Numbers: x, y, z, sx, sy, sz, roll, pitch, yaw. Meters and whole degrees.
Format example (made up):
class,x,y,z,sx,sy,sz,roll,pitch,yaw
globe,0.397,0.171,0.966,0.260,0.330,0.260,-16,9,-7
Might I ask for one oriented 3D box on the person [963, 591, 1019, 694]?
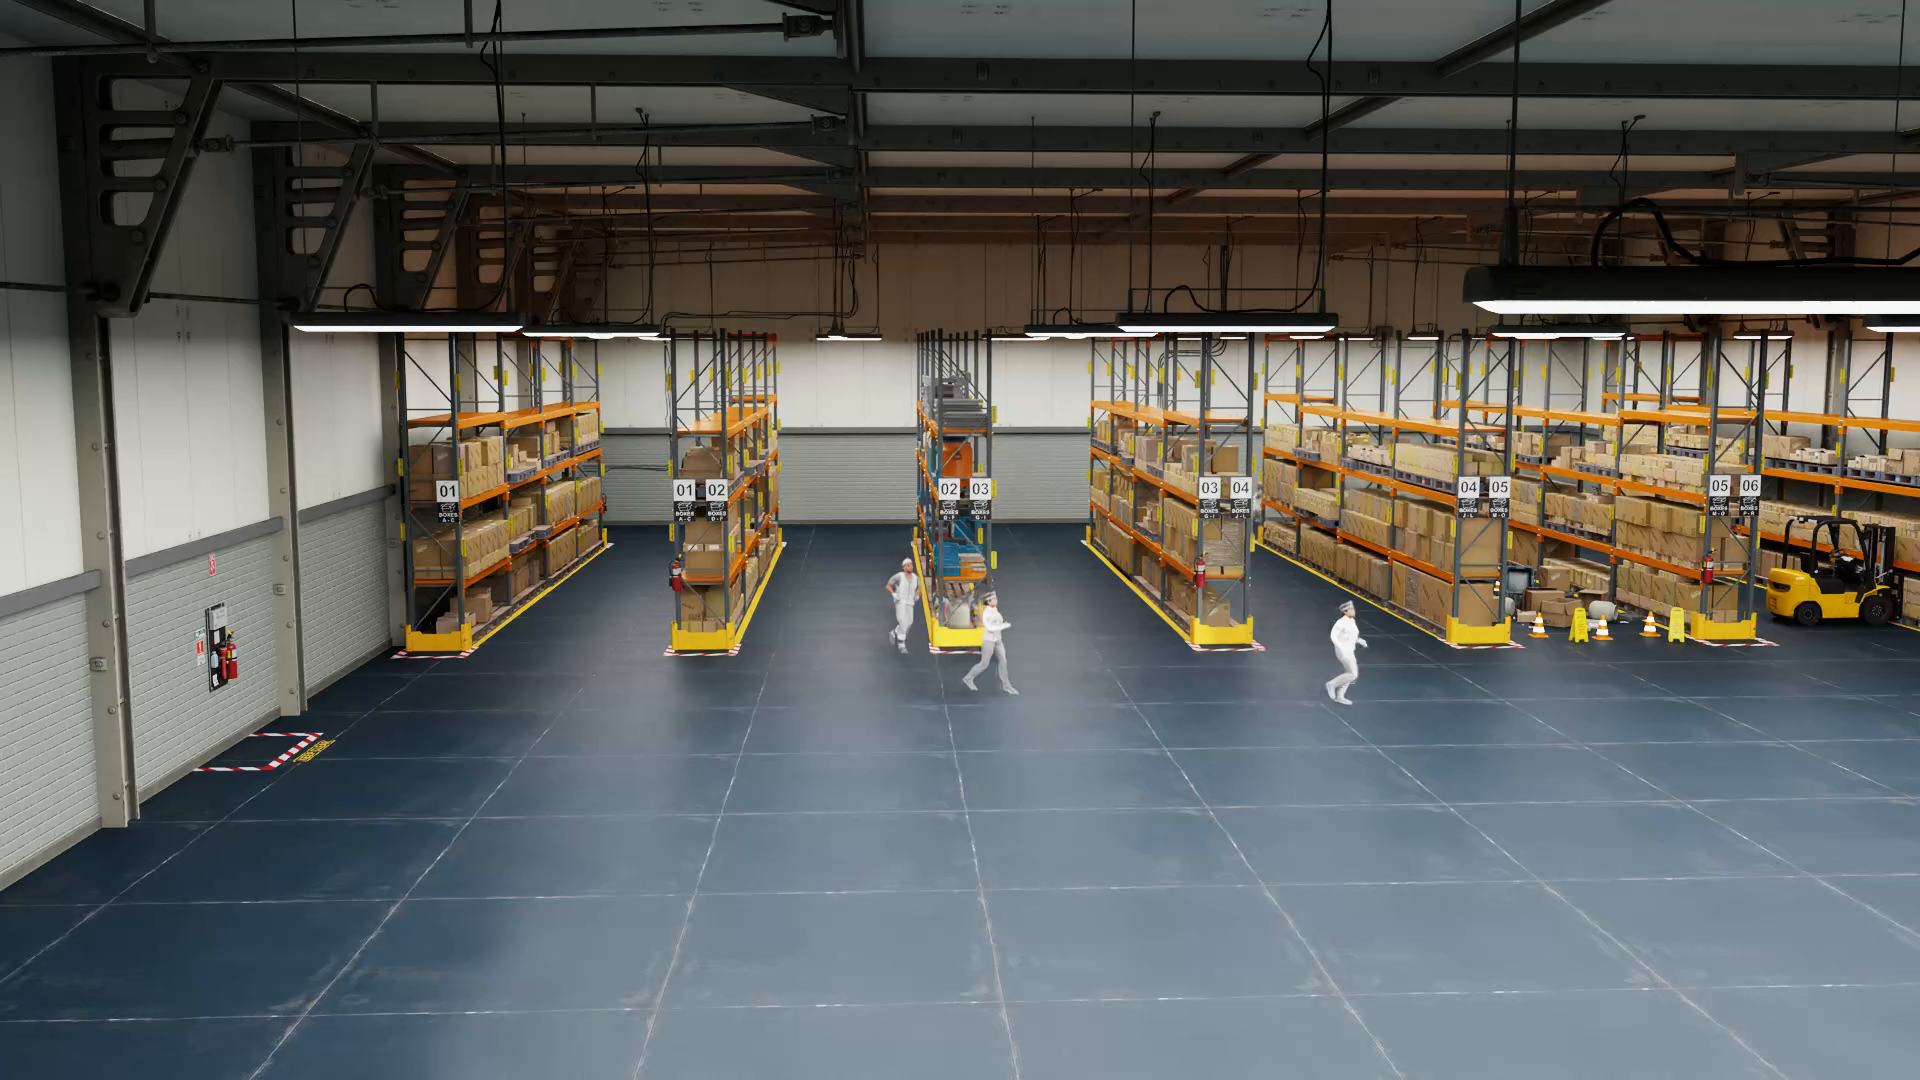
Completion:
class,x,y,z,sx,sy,sz,roll,pitch,yaw
person,0.509,1.663,27.170,0.924,1.696,0.604,3,7,22

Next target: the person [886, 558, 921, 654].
class,x,y,z,sx,sy,sz,roll,pitch,yaw
person,-1.041,1.210,31.133,0.703,1.741,0.767,-4,8,-28

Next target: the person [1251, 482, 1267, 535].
class,x,y,z,sx,sy,sz,roll,pitch,yaw
person,8.757,-0.924,49.206,0.812,1.712,0.756,3,7,22

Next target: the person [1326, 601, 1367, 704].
class,x,y,z,sx,sy,sz,roll,pitch,yaw
person,6.177,1.786,26.522,0.569,1.669,0.598,4,8,31
